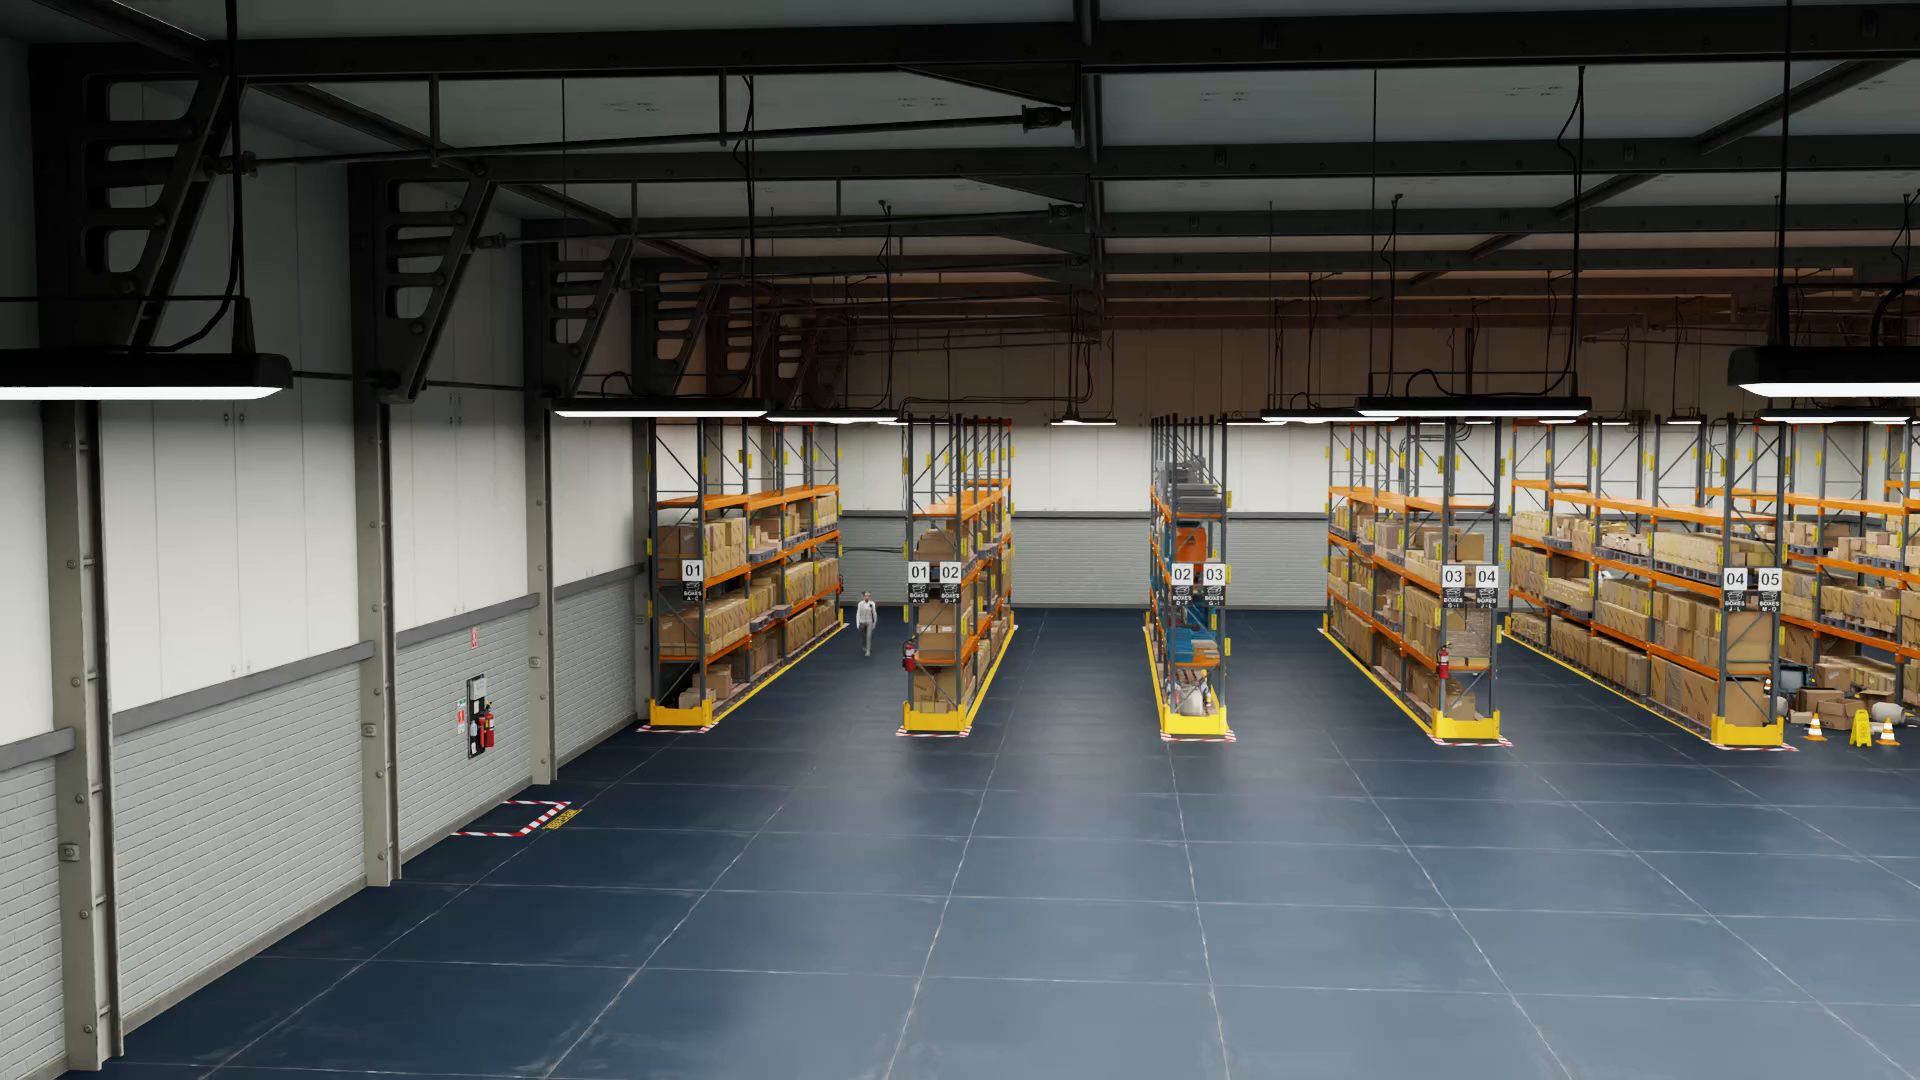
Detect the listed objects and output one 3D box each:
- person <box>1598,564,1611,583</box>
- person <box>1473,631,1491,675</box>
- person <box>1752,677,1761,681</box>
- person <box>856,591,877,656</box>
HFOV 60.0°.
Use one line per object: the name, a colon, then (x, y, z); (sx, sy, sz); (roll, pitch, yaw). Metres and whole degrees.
person: (19.123, 1.506, 49.438); (0.791, 1.741, 0.546); (-2, 4, -28)
person: (11.985, 2.301, 38.479); (0.750, 1.685, 0.630); (1, 4, 15)
person: (17.594, 2.455, 36.771); (0.416, 1.615, 0.415); (-1, 4, -17)
person: (-2.356, 2.072, 41.864); (0.486, 1.621, 1.049); (0, 4, 5)
